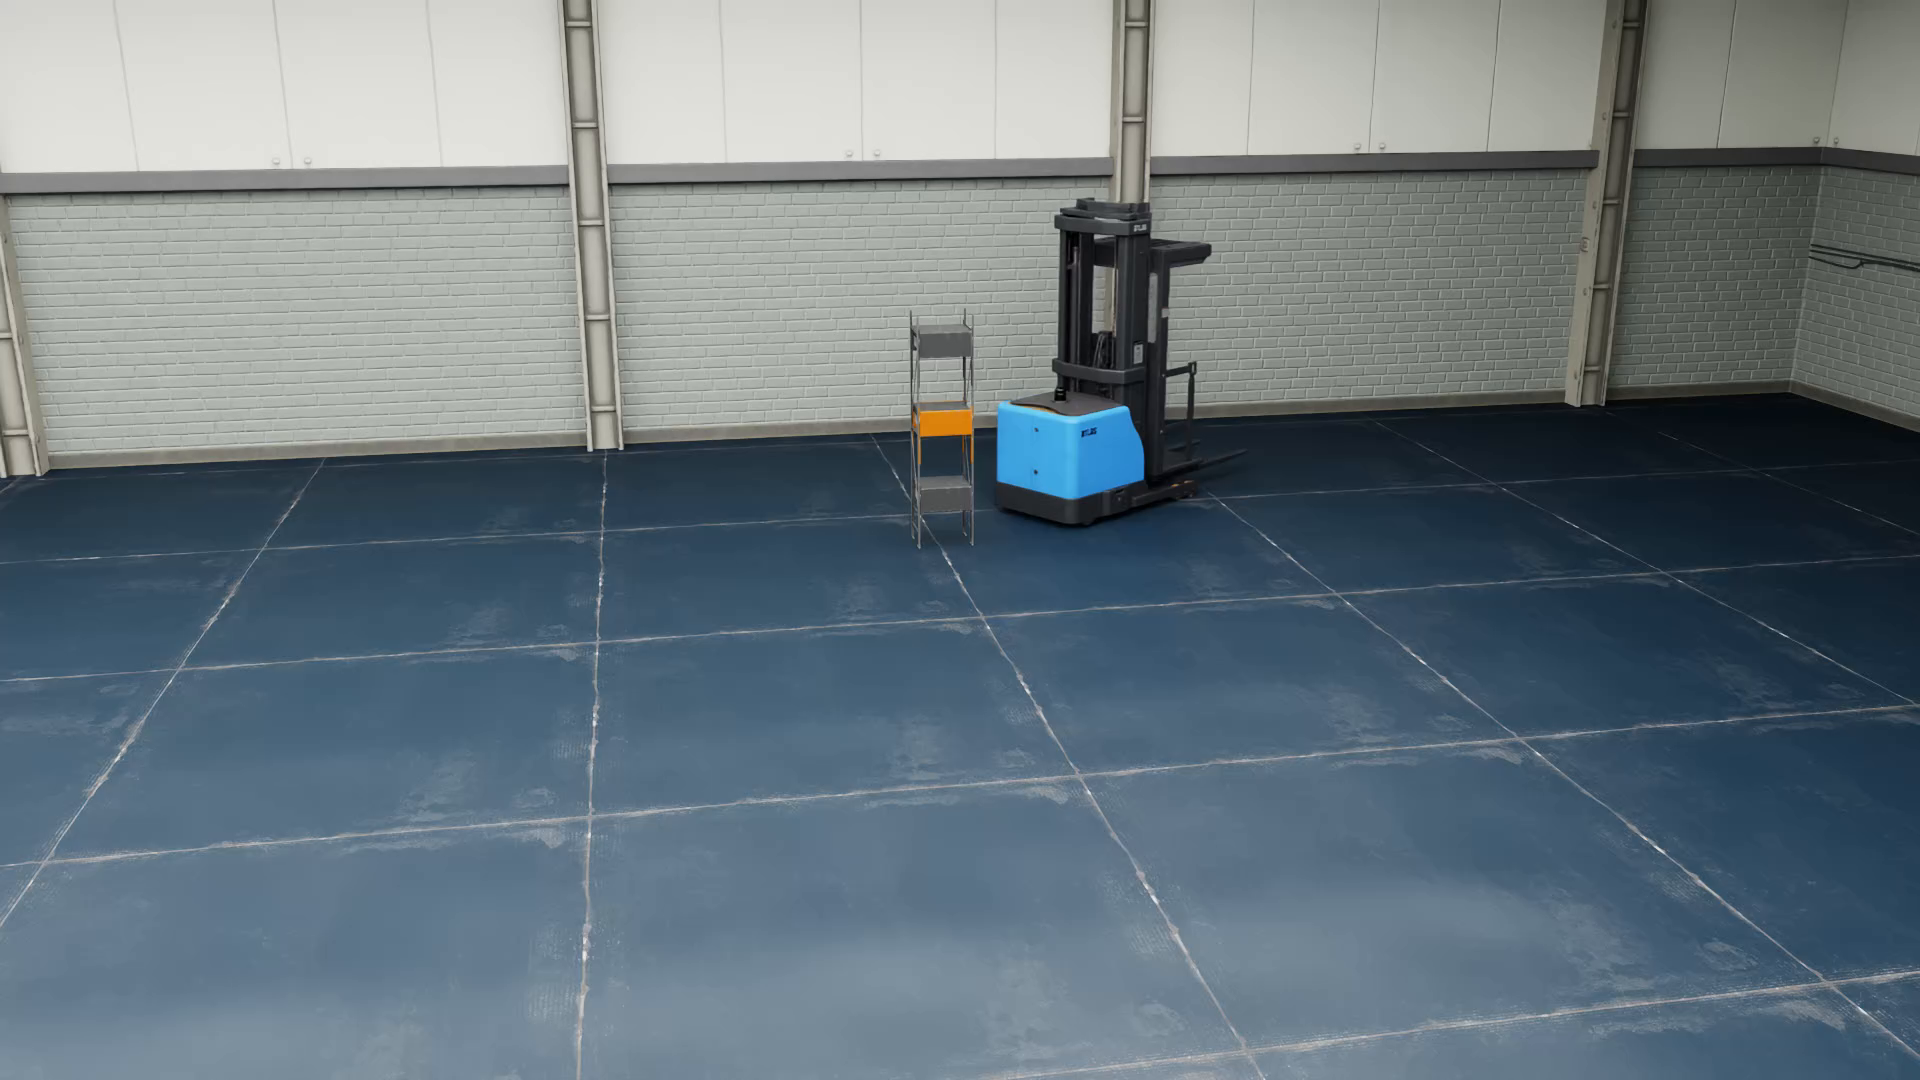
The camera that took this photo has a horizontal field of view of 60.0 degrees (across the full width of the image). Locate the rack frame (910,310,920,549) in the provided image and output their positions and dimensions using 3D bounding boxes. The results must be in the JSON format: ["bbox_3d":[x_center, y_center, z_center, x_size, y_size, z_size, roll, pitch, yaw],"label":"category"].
[{"bbox_3d":[-0.402,-0.981,14.867,0.015,2.100,0.400,-3,17,-10],"label":"rack frame"}]

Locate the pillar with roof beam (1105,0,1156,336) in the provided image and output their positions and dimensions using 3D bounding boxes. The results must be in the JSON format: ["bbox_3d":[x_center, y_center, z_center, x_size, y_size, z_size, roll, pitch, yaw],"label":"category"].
[{"bbox_3d":[2.739,-4.436,14.367,0.400,9.000,9.100,-3,17,-10],"label":"pillar with roof beam"}]

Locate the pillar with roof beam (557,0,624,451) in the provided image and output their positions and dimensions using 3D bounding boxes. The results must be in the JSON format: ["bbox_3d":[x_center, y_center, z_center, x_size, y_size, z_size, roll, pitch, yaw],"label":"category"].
[{"bbox_3d":[-3.152,-4.102,13.279,0.400,9.000,9.100,-3,17,-10],"label":"pillar with roof beam"}]

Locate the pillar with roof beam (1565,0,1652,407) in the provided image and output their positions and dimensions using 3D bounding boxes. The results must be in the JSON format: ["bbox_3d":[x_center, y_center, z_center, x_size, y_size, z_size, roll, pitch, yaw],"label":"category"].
[{"bbox_3d":[8.630,-4.770,15.455,0.400,9.000,9.100,-3,17,-10],"label":"pillar with roof beam"}]

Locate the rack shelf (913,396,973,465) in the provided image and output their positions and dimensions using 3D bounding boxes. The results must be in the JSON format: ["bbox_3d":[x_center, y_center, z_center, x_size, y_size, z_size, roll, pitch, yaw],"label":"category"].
[{"bbox_3d":[-0.163,-0.981,14.916,0.480,0.518,0.431,-3,17,-10],"label":"rack shelf"}]

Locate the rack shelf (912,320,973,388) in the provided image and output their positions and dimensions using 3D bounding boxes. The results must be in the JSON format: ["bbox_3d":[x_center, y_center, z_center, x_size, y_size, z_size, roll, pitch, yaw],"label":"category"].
[{"bbox_3d":[-0.163,-1.651,14.710,0.480,0.518,0.431,-3,17,-10],"label":"rack shelf"}]

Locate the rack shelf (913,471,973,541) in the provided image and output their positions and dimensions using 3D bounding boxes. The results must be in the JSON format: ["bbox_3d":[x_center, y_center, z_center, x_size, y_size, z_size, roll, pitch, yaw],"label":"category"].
[{"bbox_3d":[-0.163,-0.312,15.121,0.480,0.518,0.431,-3,17,-10],"label":"rack shelf"}]

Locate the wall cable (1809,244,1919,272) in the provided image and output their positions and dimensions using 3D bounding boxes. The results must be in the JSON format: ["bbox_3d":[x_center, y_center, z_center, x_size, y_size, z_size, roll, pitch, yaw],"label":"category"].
[{"bbox_3d":[10.956,-4.310,19.244,0.112,2.526,3.097,-3,17,-10],"label":"wall cable"}]

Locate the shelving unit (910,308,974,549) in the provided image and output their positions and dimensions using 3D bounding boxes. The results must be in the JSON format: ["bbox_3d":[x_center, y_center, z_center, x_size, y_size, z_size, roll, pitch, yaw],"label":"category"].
[{"bbox_3d":[-0.163,-0.995,14.912,0.503,2.100,0.431,-3,17,-10],"label":"shelving unit"}]

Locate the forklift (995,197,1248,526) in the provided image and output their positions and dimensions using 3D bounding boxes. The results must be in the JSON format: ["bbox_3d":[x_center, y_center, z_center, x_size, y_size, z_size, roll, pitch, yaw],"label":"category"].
[{"bbox_3d":[1.740,-1.889,16.408,3.031,2.935,1.130,-16,23,-42],"label":"forklift"}]

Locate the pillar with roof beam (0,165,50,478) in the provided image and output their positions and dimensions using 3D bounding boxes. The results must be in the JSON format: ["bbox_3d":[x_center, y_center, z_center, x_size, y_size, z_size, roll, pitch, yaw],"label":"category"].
[{"bbox_3d":[-9.043,-3.768,12.191,0.400,9.000,9.100,-3,17,-10],"label":"pillar with roof beam"}]

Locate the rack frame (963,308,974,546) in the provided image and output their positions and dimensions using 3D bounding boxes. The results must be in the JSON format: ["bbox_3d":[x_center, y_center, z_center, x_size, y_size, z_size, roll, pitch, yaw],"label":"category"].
[{"bbox_3d":[0.077,-1.008,14.956,0.015,2.100,0.400,-3,17,-10],"label":"rack frame"}]
